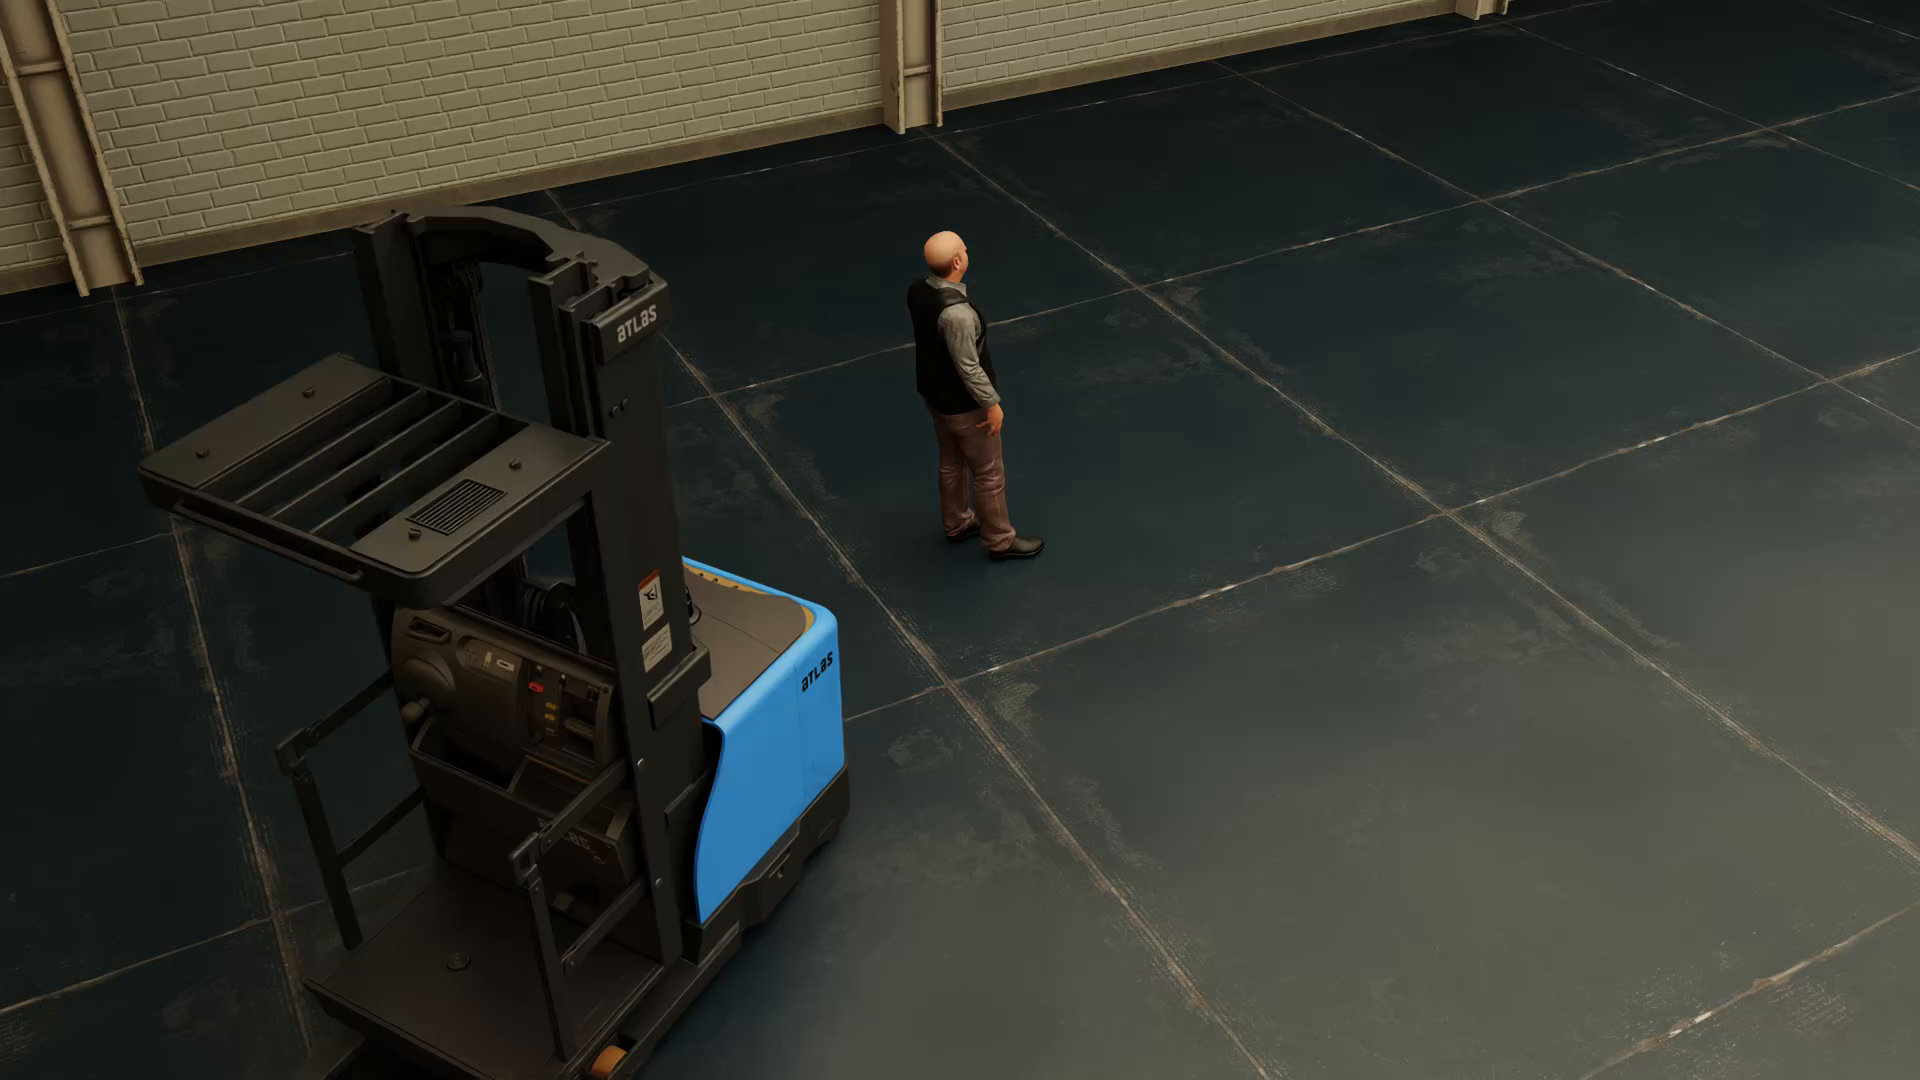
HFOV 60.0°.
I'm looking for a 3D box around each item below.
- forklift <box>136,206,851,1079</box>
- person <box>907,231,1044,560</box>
[{"bbox_3d":[-1.619,0.557,5.334,1.130,2.935,3.031,18,39,24],"label":"forklift"},{"bbox_3d":[0.059,-0.722,8.180,0.566,1.722,0.633,-17,39,-23],"label":"person"}]
